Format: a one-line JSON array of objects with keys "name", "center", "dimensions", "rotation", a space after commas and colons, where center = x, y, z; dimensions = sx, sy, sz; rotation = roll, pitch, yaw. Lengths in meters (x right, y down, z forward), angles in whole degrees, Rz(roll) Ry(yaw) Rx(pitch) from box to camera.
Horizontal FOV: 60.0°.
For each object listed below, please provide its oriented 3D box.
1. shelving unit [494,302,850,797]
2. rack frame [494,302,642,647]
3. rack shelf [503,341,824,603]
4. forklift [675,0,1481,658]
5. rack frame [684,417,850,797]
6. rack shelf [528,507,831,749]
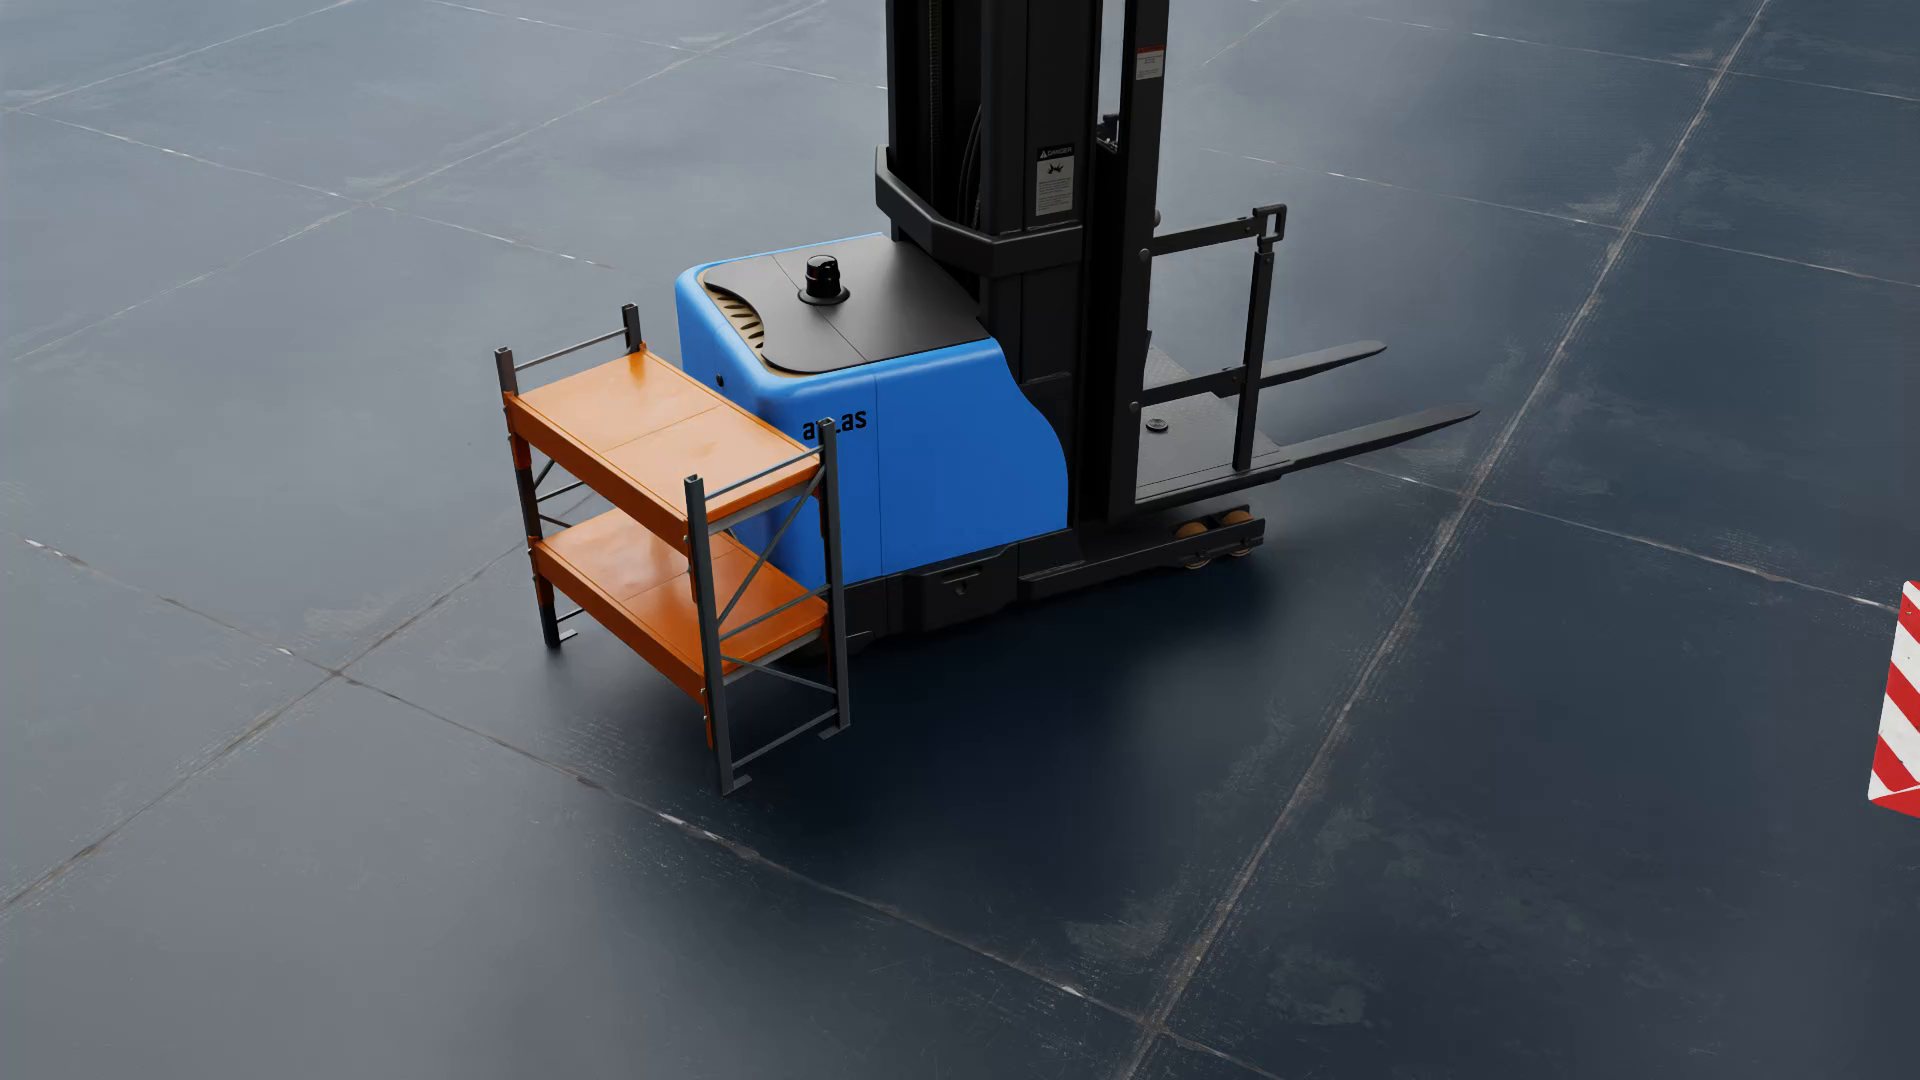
[{"name": "shelving unit", "center": [-0.890, 0.008, 5.223], "dimensions": [0.538, 1.125, 1.048], "rotation": [-27, 42, -34]}, {"name": "rack frame", "center": [-1.233, -0.201, 5.536], "dimensions": [0.500, 1.125, 0.032], "rotation": [-27, 42, -34]}, {"name": "rack shelf", "center": [-0.891, -0.236, 5.061], "dimensions": [0.538, 0.278, 1.000], "rotation": [-27, 42, -34]}, {"name": "forklift", "center": [0.565, -1.365, 5.656], "dimensions": [3.031, 2.935, 1.130], "rotation": [-14, 36, -21]}, {"name": "rack frame", "center": [-0.548, 0.216, 4.910], "dimensions": [0.500, 1.125, 0.032], "rotation": [-27, 42, -34]}, {"name": "rack shelf", "center": [-0.890, 0.211, 5.359], "dimensions": [0.538, 0.278, 1.000], "rotation": [-27, 42, -34]}]
